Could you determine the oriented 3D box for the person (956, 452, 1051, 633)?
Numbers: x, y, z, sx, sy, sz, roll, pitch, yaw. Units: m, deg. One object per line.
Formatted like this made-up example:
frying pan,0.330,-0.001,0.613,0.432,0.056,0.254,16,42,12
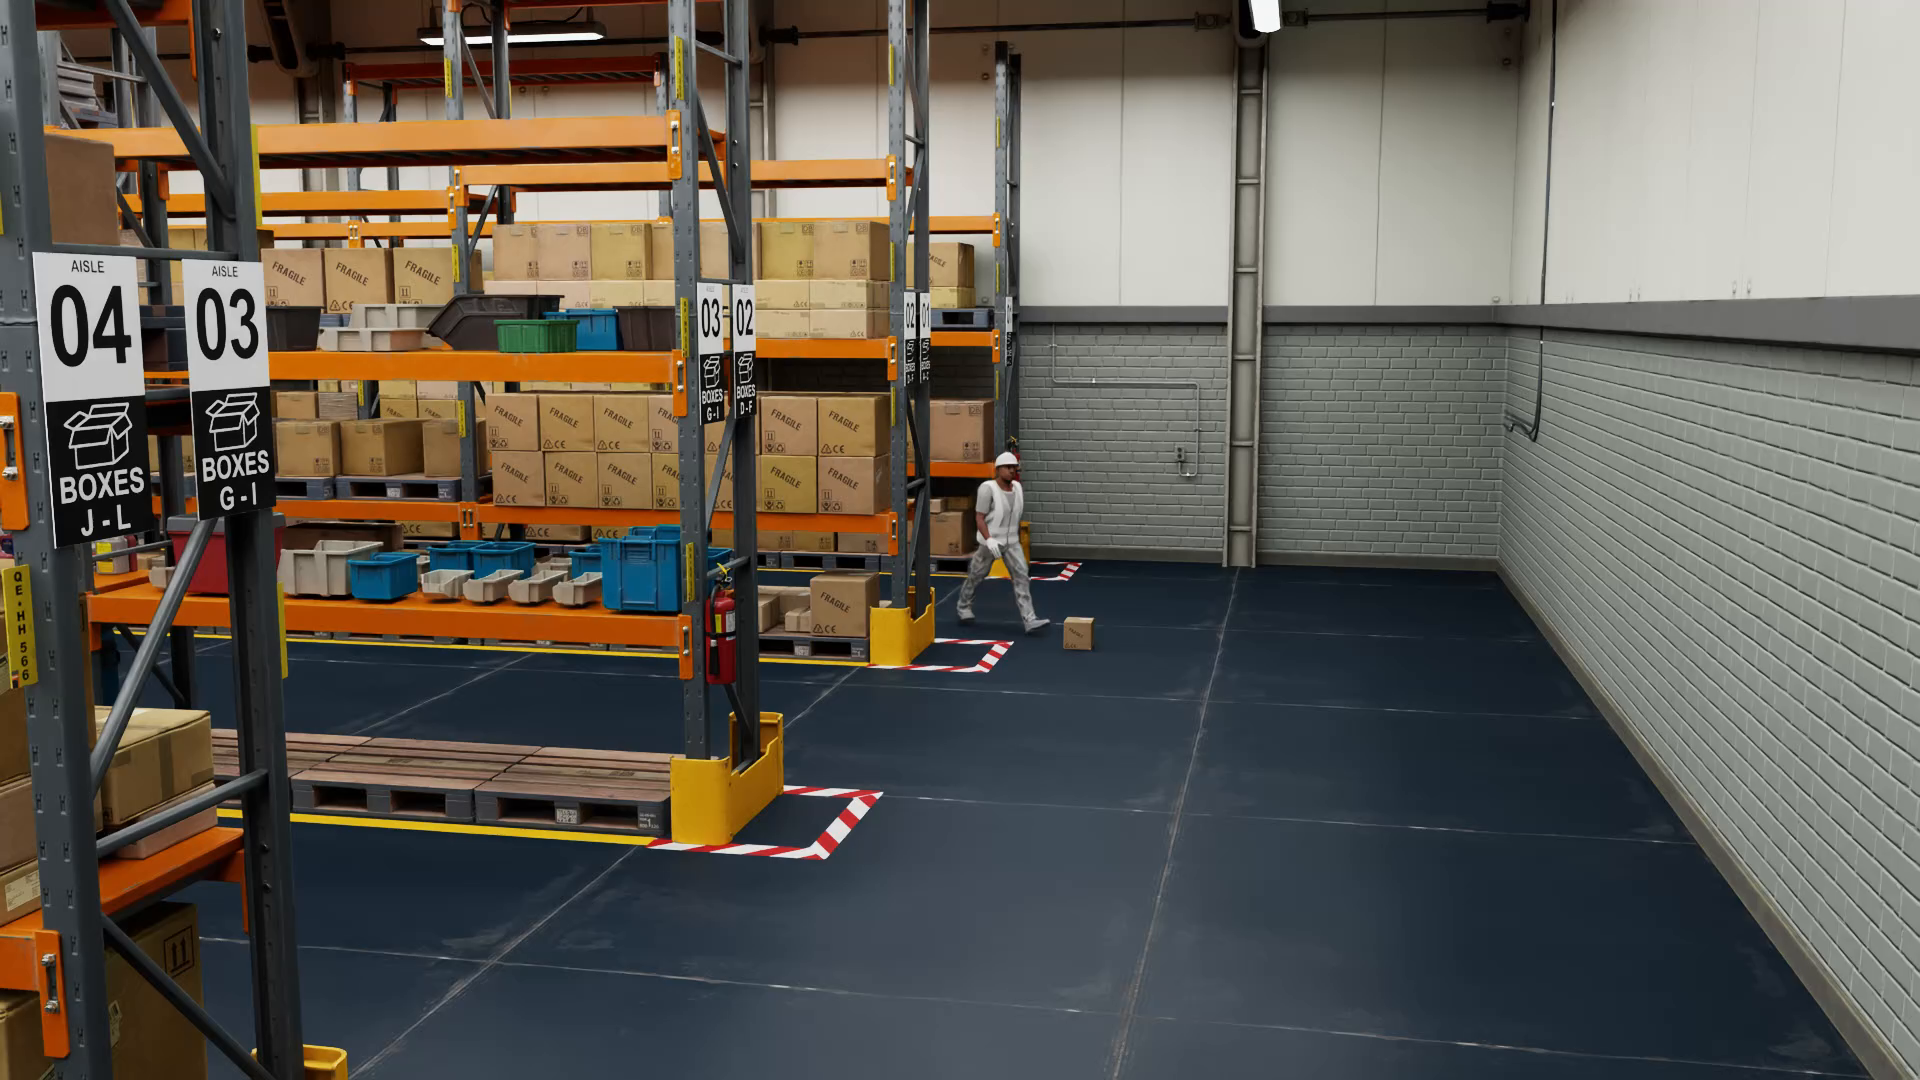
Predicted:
person,0.408,0.011,15.874,0.660,1.708,1.151,-5,9,-34
